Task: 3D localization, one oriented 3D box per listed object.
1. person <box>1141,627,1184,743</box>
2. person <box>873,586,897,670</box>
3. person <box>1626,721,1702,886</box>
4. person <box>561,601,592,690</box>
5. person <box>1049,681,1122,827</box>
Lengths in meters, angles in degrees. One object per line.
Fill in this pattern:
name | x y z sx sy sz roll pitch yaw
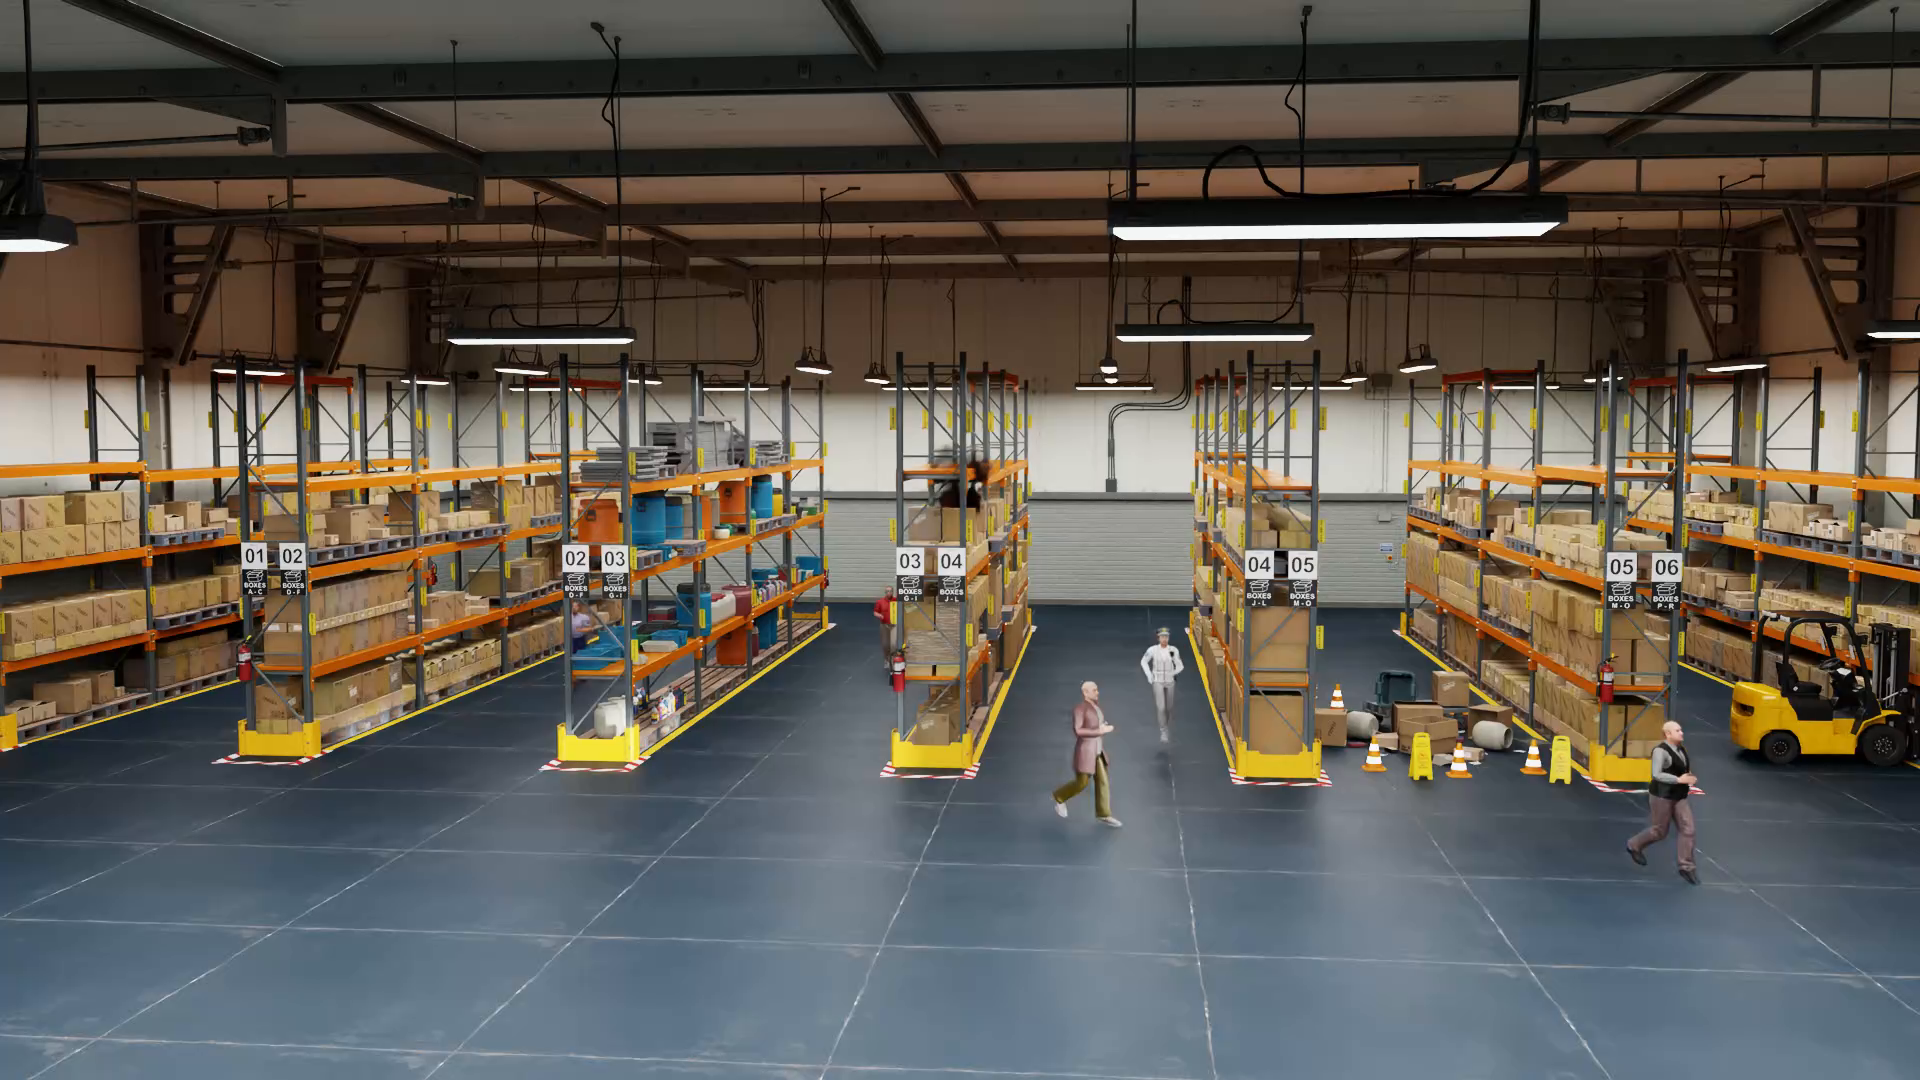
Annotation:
person | 3.026 2.144 24.819 0.623 1.711 0.723 0 4 -2
person | -1.415 1.783 33.164 0.608 1.767 0.888 0 4 4
person | 7.738 2.864 18.249 0.687 1.784 0.898 -3 5 -36
person | -7.183 1.952 31.155 0.605 1.624 0.936 0 4 -4
person | 1.568 2.626 20.624 1.001 1.767 0.713 3 5 36
